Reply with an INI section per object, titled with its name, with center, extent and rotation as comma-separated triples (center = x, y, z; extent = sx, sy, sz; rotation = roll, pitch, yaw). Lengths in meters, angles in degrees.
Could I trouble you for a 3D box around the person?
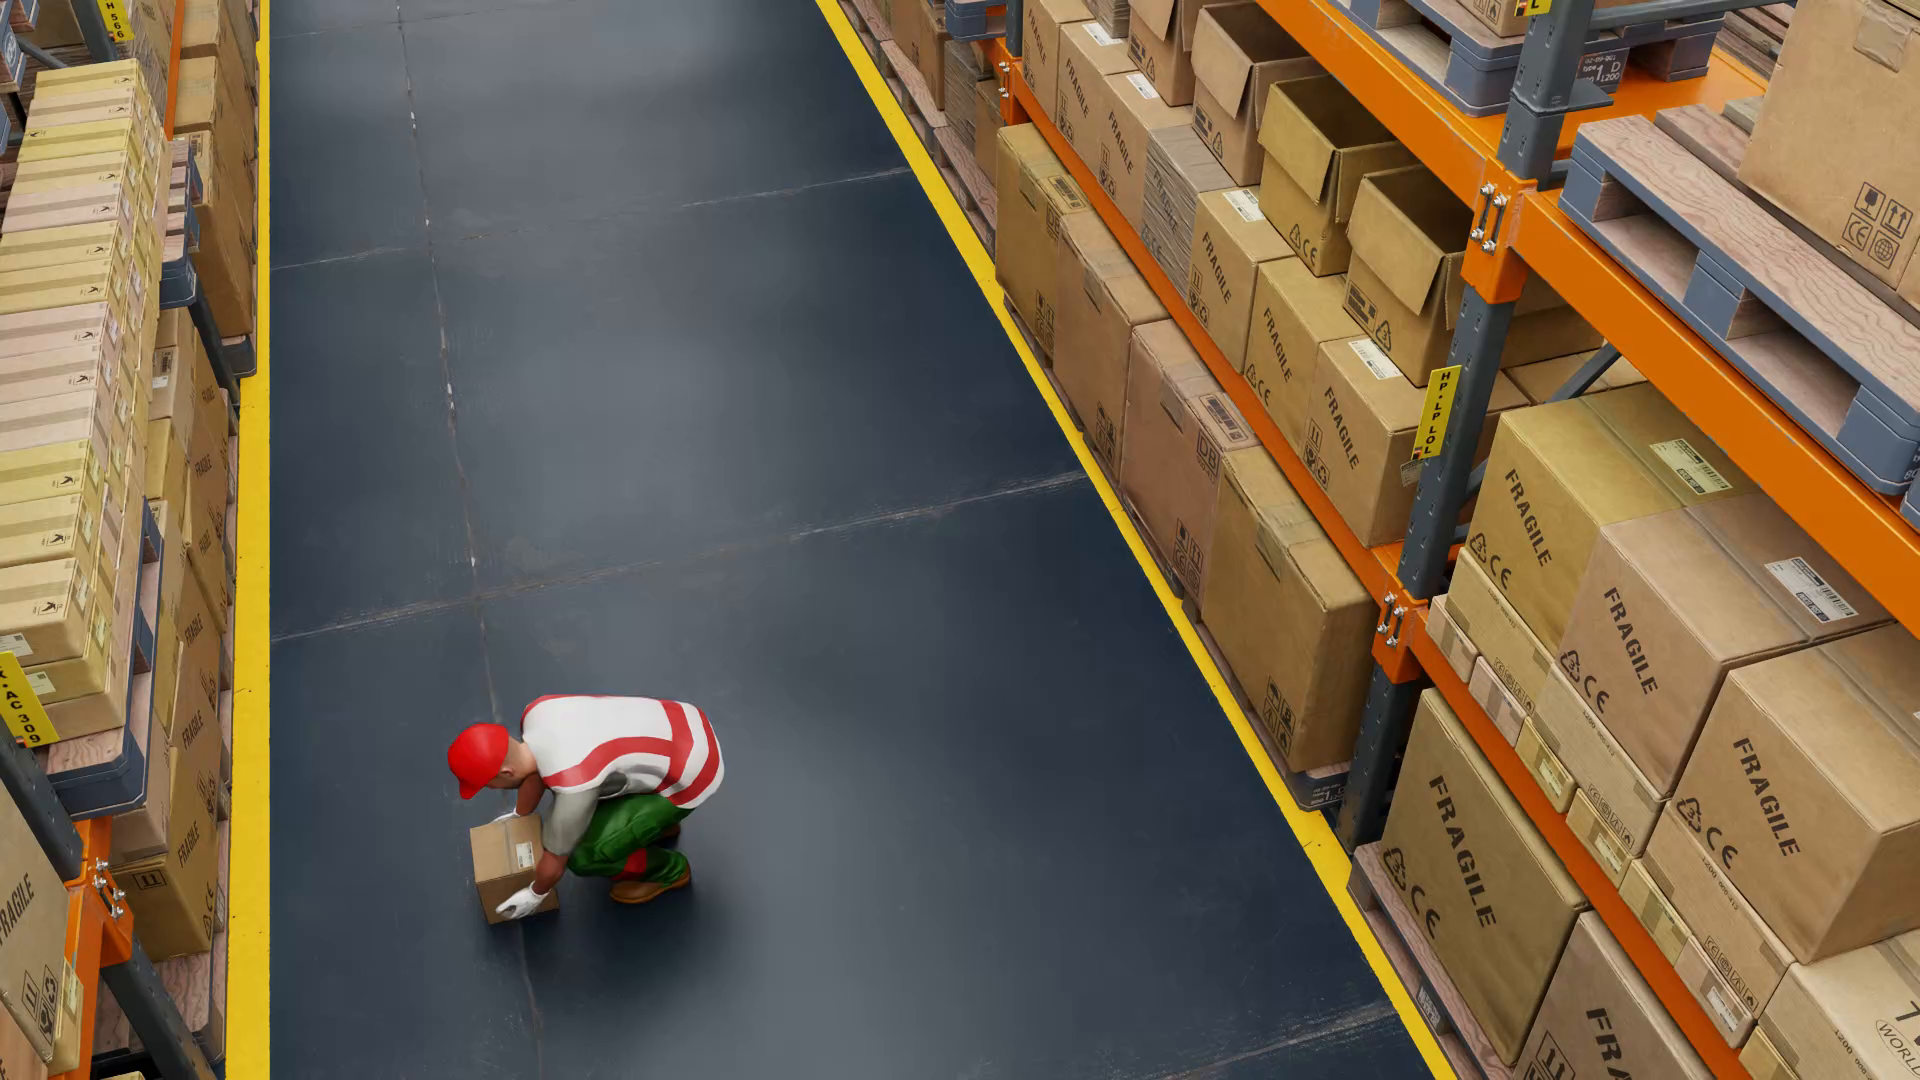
[person]
center = -1.262, 0.880, 5.802
extent = 0.885, 0.937, 0.570
rotation = -12, 43, -13
